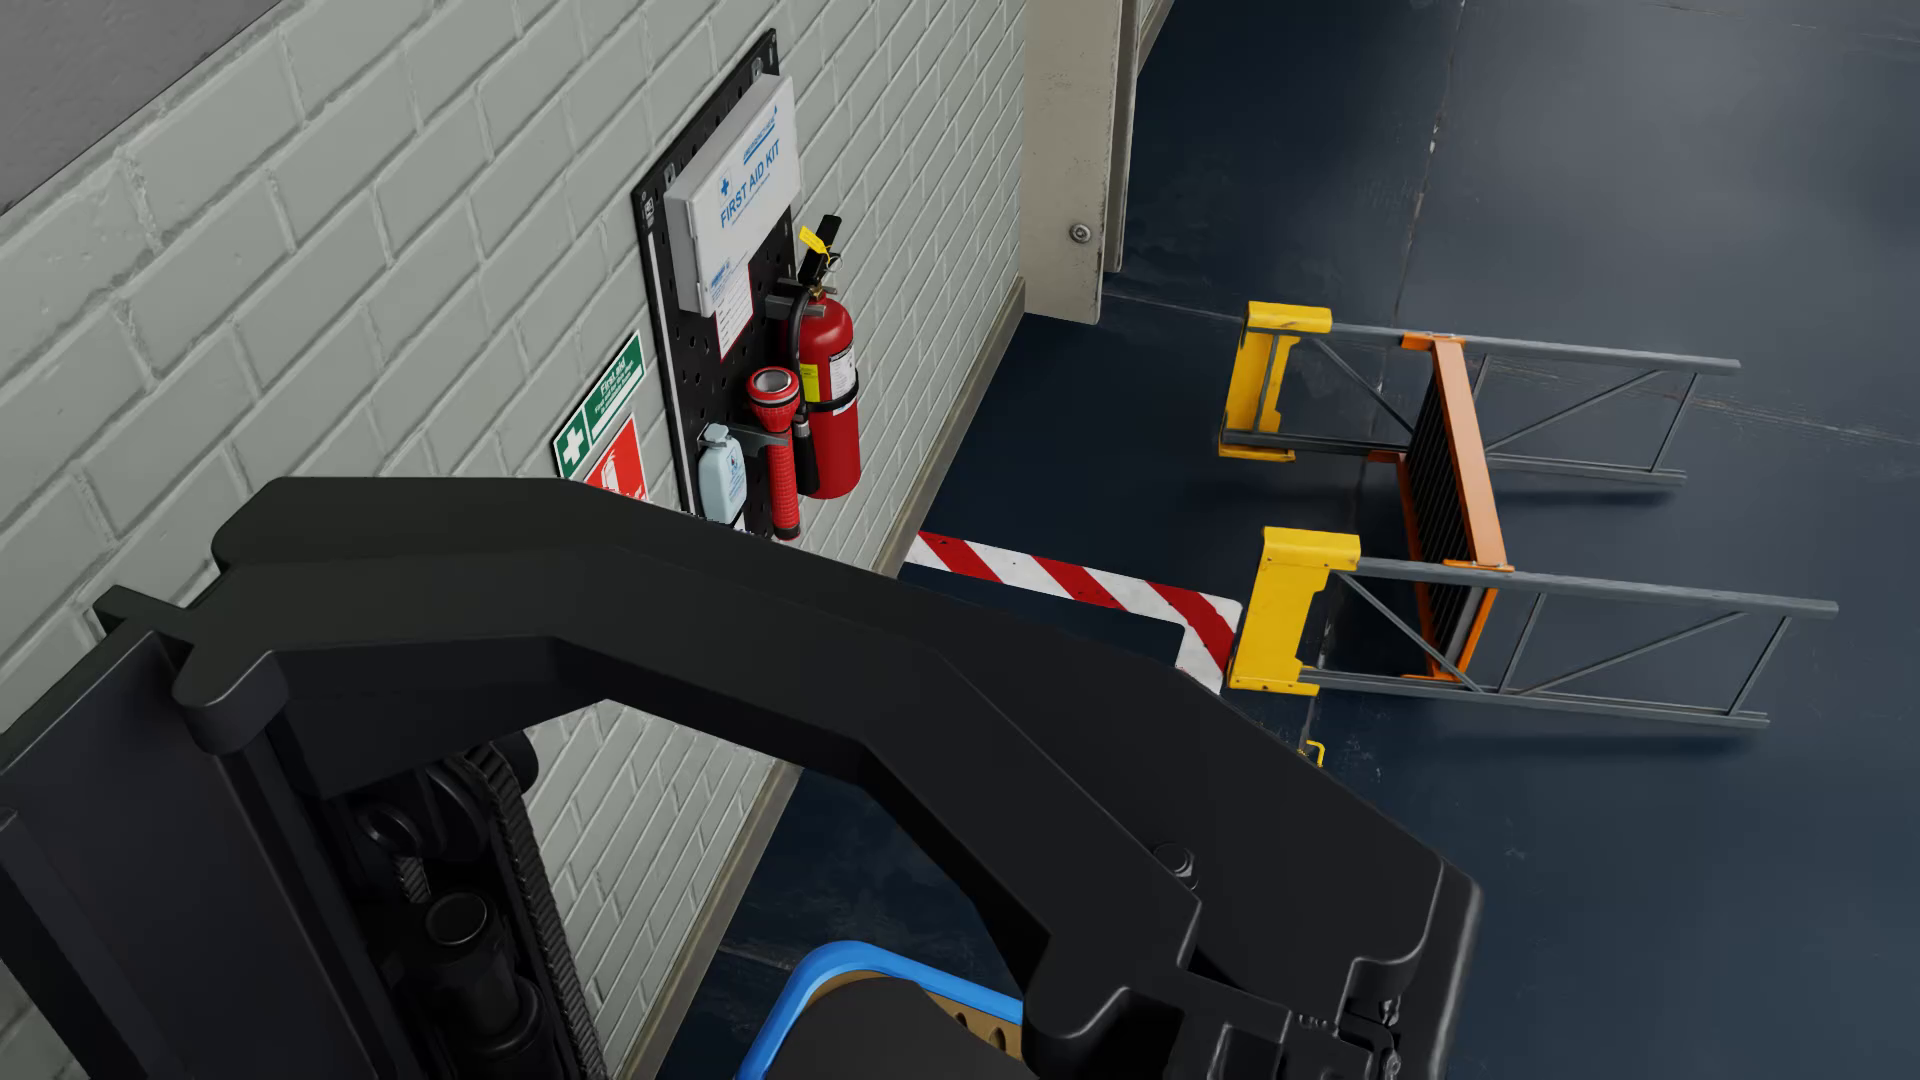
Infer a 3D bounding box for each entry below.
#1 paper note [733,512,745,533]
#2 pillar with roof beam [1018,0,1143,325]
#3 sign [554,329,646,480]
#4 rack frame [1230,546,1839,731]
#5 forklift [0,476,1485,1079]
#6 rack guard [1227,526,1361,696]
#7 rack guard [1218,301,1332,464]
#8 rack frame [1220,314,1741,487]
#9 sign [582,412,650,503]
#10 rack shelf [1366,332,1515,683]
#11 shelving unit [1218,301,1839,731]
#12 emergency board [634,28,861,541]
[{"bbox_3d":[-0.496,0.039,3.695,0.016,0.148,0.142,13,46,13],"label":"paper note"},{"bbox_3d":[4.511,-3.251,2.138,9.100,9.000,0.400,13,46,13],"label":"pillar with roof beam"},{"bbox_3d":[-0.633,-0.236,2.942,0.001,0.109,0.331,13,46,13],"label":"sign"},{"bbox_3d":[1.525,0.276,4.522,1.500,0.500,0.032,5,45,1],"label":"rack frame"},{"bbox_3d":[-0.378,1.504,1.617,1.130,2.935,3.031,17,47,16],"label":"forklift"},{"bbox_3d":[0.905,0.203,4.550,0.250,0.587,0.087,5,45,1],"label":"rack guard"},{"bbox_3d":[0.988,-0.491,5.260,0.250,0.587,0.087,5,45,1],"label":"rack guard"},{"bbox_3d":[1.610,-0.432,5.246,1.500,0.500,0.032,5,45,1],"label":"rack frame"},{"bbox_3d":[-0.643,-0.045,3.126,0.001,0.329,0.234,13,46,13],"label":"sign"},{"bbox_3d":[1.389,-0.095,4.888,0.185,0.538,1.000,5,45,1],"label":"rack shelf"},{"bbox_3d":[1.568,-0.084,4.890,1.500,0.587,1.083,5,45,1],"label":"shelving unit"},{"bbox_3d":[-0.377,-0.379,3.493,0.194,1.169,0.643,13,46,13],"label":"emergency board"}]
